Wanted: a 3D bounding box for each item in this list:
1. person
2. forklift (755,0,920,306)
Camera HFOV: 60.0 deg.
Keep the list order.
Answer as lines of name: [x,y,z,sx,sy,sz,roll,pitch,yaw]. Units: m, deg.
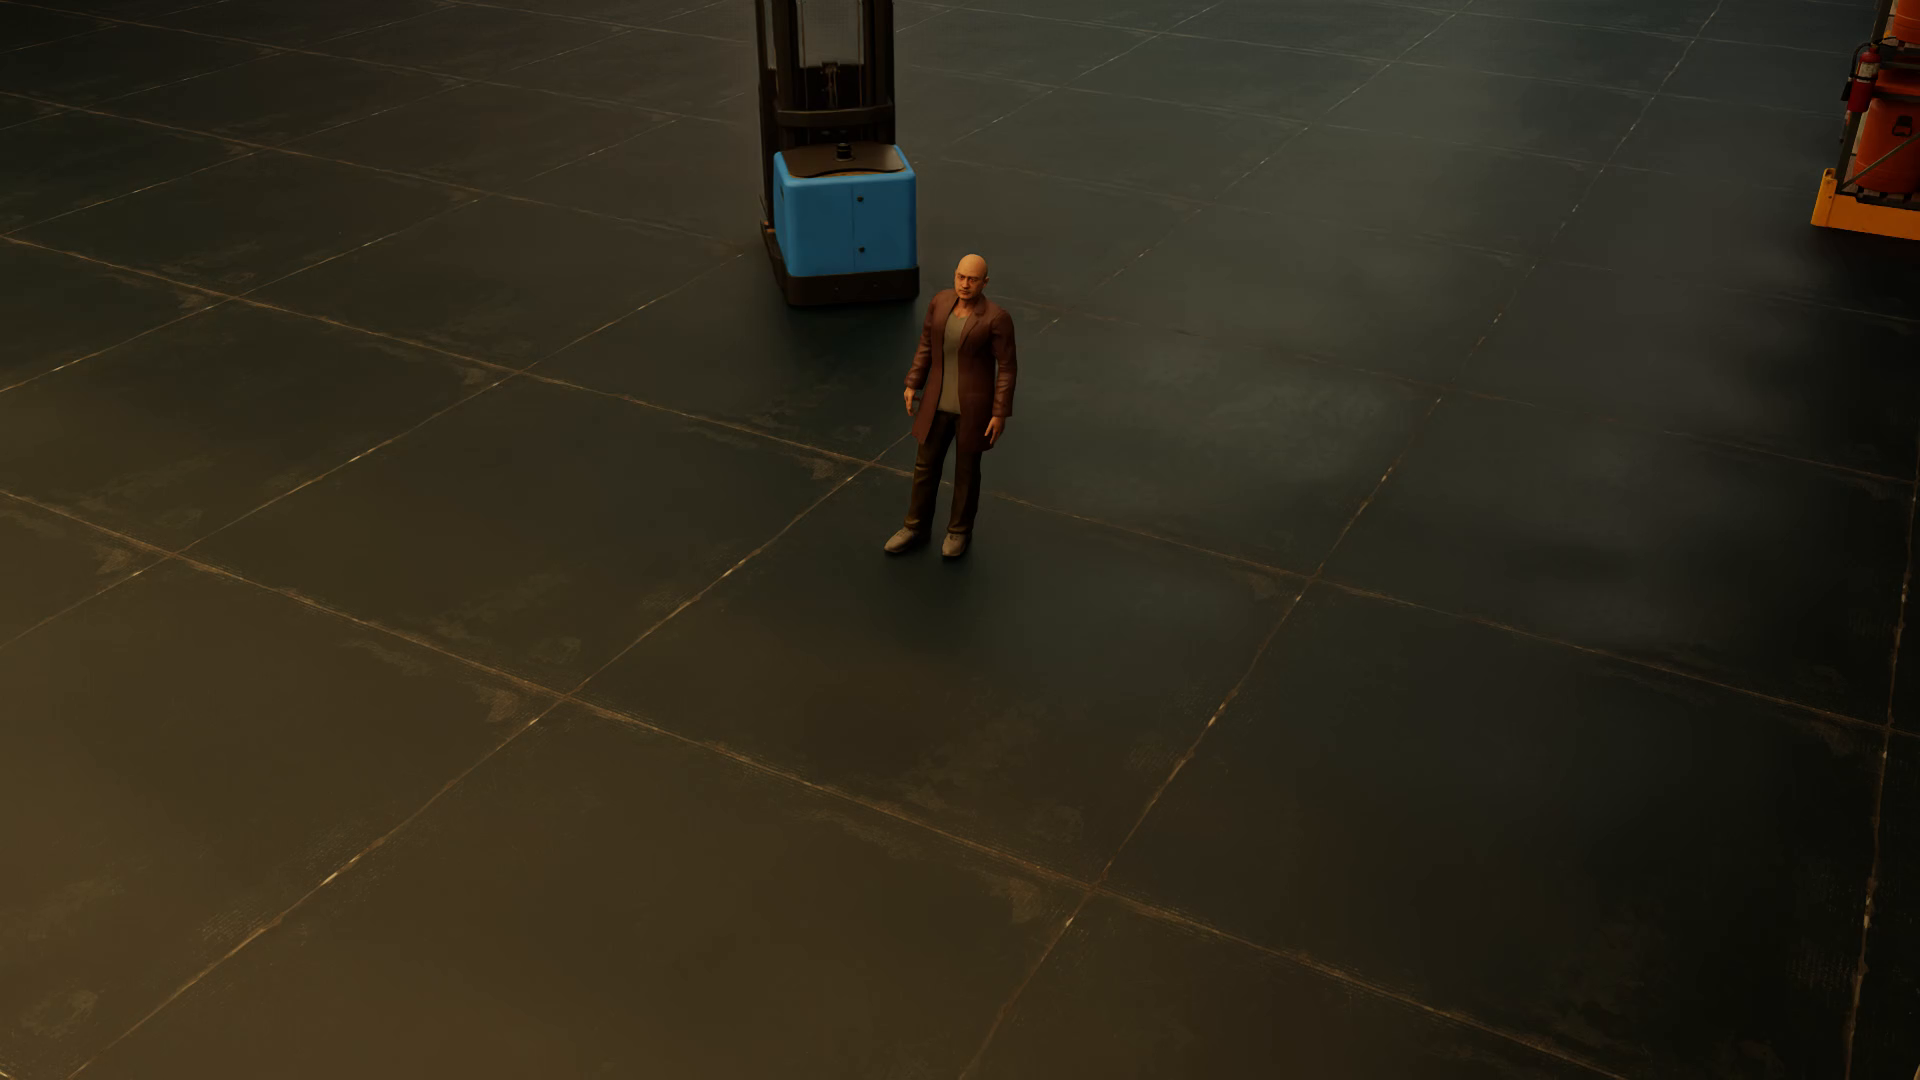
person: [-0.048,-0.738,9.488,0.696,1.776,0.582,15,33,25]
forklift: [-1.128,-3.823,13.695,1.130,2.935,3.031,-6,31,-10]
